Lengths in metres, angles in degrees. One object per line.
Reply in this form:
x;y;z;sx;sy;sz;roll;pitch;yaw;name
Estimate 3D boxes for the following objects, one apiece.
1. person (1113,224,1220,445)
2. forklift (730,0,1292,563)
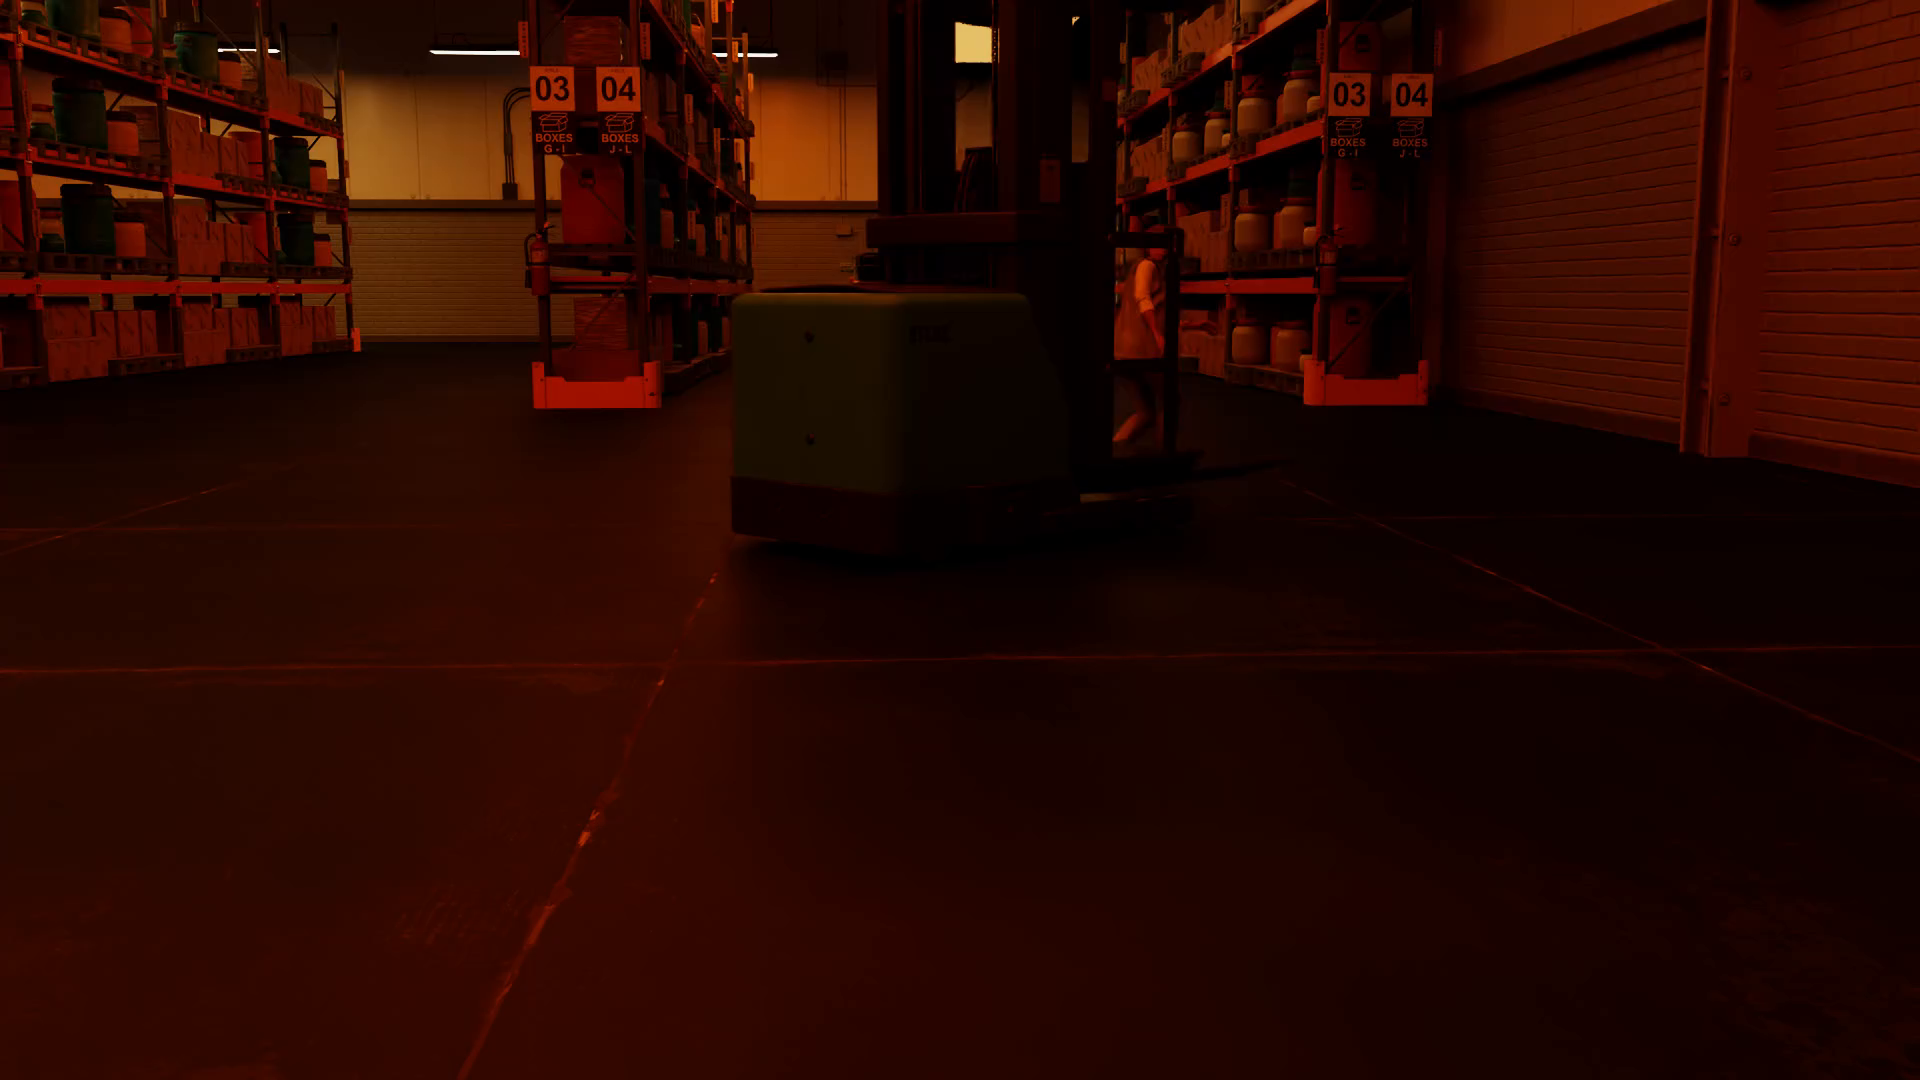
1.164;-1.032;9.394;0.764;1.465;0.702;-3;9;-19;person
0.420;-1.523;7.586;1.130;2.935;3.031;8;12;44;forklift
